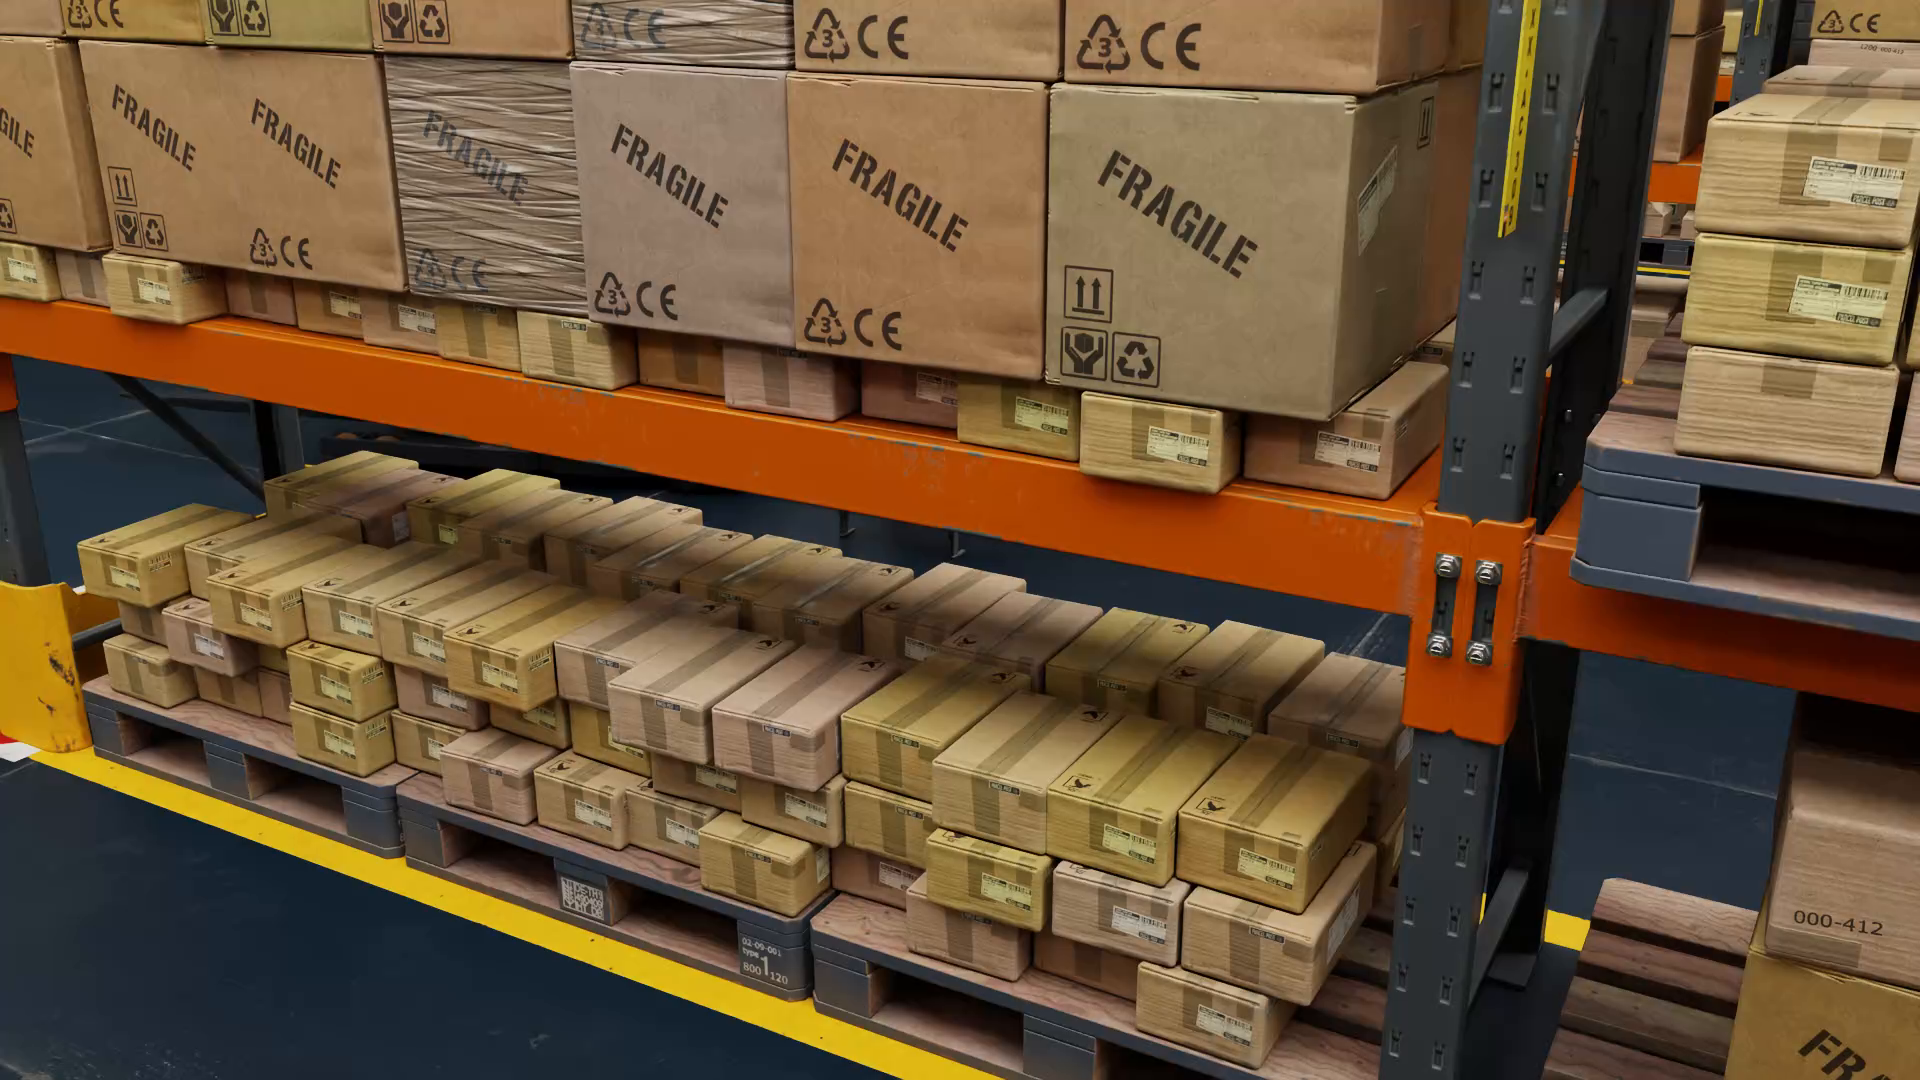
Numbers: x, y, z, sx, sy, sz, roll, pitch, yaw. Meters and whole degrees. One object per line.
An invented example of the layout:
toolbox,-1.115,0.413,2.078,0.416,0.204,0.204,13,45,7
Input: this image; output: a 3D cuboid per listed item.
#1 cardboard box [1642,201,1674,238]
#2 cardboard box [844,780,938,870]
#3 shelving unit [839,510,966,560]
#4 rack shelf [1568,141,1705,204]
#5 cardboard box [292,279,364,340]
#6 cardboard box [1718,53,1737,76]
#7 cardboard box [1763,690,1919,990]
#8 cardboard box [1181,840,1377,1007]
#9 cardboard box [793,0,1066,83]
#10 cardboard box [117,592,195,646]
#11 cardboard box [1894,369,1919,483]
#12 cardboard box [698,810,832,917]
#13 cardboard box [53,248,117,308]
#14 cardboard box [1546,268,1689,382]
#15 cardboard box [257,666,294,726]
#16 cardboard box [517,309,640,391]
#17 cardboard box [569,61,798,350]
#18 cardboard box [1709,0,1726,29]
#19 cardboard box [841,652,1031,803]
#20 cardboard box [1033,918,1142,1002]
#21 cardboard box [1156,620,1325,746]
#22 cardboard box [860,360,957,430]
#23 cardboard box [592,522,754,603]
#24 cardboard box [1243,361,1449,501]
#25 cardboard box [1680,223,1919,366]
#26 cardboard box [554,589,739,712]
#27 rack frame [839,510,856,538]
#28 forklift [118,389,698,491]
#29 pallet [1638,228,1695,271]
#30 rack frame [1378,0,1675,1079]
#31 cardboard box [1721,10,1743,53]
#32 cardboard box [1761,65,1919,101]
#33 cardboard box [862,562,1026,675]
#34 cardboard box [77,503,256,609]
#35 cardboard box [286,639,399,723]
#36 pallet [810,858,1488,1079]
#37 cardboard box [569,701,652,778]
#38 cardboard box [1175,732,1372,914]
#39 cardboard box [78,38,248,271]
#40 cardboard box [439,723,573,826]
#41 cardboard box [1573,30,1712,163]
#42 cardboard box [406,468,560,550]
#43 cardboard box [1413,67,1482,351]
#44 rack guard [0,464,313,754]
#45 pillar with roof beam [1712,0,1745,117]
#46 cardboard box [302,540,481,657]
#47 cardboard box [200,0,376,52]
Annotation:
cardboard box,4.845,-2.294,11.683,0.258,0.266,0.396,12,23,29
cardboard box,-0.043,0.545,3.591,0.250,0.149,0.380,11,23,28
shelving unit,-0.145,-1.015,6.083,0.503,2.100,0.431,11,23,27
rack shelf,1.623,-1.833,8.075,4.000,0.370,1.077,11,23,27
cardboard box,-1.357,-0.598,3.985,0.250,0.149,0.380,11,22,27
cardboard box,5.147,-3.214,11.194,0.250,0.149,0.380,11,23,29
cardboard box,1.559,0.478,2.597,0.500,0.250,0.500,10,22,25
cardboard box,0.613,0.697,3.174,0.250,0.149,0.380,11,23,28
cardboard box,0.047,-1.087,2.914,0.500,0.500,0.500,10,22,26
cardboard box,-2.117,0.153,4.673,0.250,0.149,0.380,12,23,30
cardboard box,1.407,-0.181,2.217,0.250,0.149,0.380,11,23,28
cardboard box,-0.369,0.659,3.715,0.250,0.149,0.380,11,23,27
cardboard box,-2.084,-0.714,4.303,0.250,0.149,0.380,12,23,29
cardboard box,2.873,-0.968,7.776,0.875,0.438,0.875,10,22,27
cardboard box,-1.659,0.370,4.511,0.250,0.149,0.380,11,23,28
cardboard box,-0.721,-0.446,3.566,0.250,0.149,0.380,11,23,28
cardboard box,-0.403,-0.701,3.316,0.500,0.500,0.500,11,23,27
cardboard box,3.071,-2.507,7.265,0.500,0.500,0.500,11,23,28
cardboard box,-0.046,0.397,3.565,0.250,0.149,0.380,12,23,29
cardboard box,0.348,0.763,3.429,0.250,0.149,0.380,12,23,29
cardboard box,0.632,0.332,3.742,0.250,0.149,0.380,12,23,30
cardboard box,0.006,-0.344,3.283,0.250,0.149,0.380,10,22,26
cardboard box,-0.751,0.093,4.402,0.250,0.149,0.380,10,22,26
cardboard box,0.679,-0.208,2.908,0.250,0.149,0.380,11,22,27
cardboard box,1.163,-0.365,2.289,0.250,0.149,0.380,11,23,28
cardboard box,-0.733,0.264,3.930,0.250,0.149,0.380,11,23,27
rack frame,-0.358,-1.055,6.195,0.015,2.100,0.400,11,23,27
forklift,-2.272,-1.827,7.103,3.031,2.935,1.130,4,20,12
pallet,5.187,-2.120,11.902,1.213,0.211,1.003,11,23,27
rack frame,1.043,-0.348,2.926,0.127,3.000,1.000,11,23,27
cardboard box,5.223,-3.398,11.118,0.500,0.250,0.500,11,23,29
cardboard box,1.489,-0.699,2.772,0.250,0.149,0.380,12,23,30
cardboard box,-0.034,0.202,4.102,0.250,0.149,0.380,11,23,28
cardboard box,-2.157,0.038,4.554,0.250,0.149,0.380,10,22,25
cardboard box,-1.478,0.305,4.255,0.250,0.149,0.380,12,23,29
pallet,0.439,0.862,3.681,1.213,0.211,1.003,11,23,27
cardboard box,-0.711,0.401,3.989,0.250,0.149,0.380,12,23,30
cardboard box,0.605,0.533,3.189,0.250,0.149,0.380,12,23,29
cardboard box,-1.712,-0.962,4.035,0.500,0.500,0.500,11,23,27
cardboard box,-1.045,0.527,4.079,0.250,0.149,0.380,10,22,25
cardboard box,2.839,-1.887,7.021,0.500,0.500,0.500,11,23,28
cardboard box,-1.384,-0.074,4.862,0.250,0.149,0.380,10,22,26
cardboard box,0.733,-0.692,3.292,0.500,0.500,0.500,10,22,26
rack guard,-2.383,0.174,5.151,0.348,0.500,1.175,11,23,27
pillar with roof beam,3.518,-5.240,7.613,0.400,9.000,9.100,11,23,27
cardboard box,-1.444,0.145,4.260,0.250,0.149,0.380,10,22,25
cardboard box,-1.300,-1.341,3.615,0.500,0.500,0.500,10,22,26
